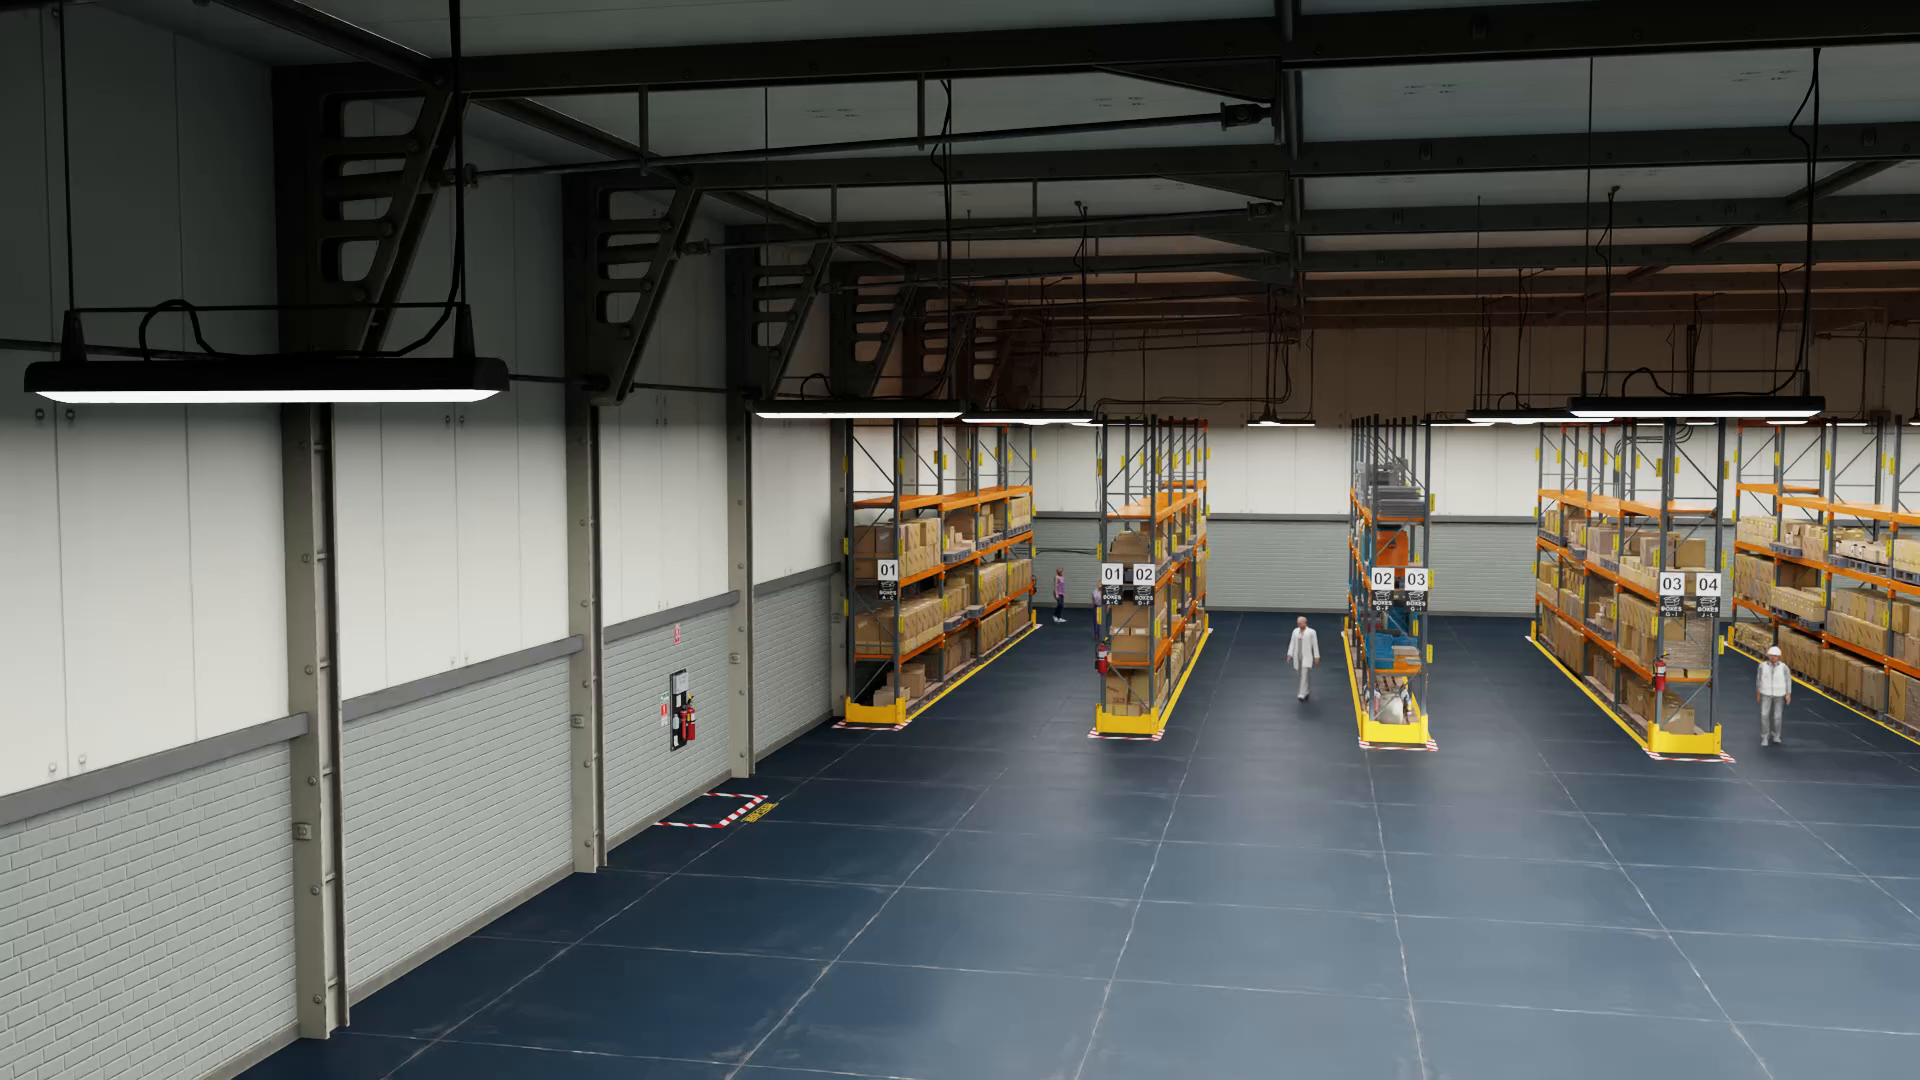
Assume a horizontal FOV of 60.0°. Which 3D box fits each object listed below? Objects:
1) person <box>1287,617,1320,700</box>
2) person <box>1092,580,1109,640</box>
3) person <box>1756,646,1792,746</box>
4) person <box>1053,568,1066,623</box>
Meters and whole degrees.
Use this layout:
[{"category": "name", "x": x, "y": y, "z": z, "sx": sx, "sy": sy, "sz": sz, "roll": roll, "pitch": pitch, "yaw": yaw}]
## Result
[{"category": "person", "x": 7.258, "y": 2.499, "z": 35.314, "sx": 0.648, "sy": 1.742, "sz": 0.984, "roll": 3, "pitch": 5, "yaw": 42}, {"category": "person", "x": 3.841, "y": 1.894, "z": 45.336, "sx": 0.497, "sy": 1.587, "sz": 1.022, "roll": 1, "pitch": 4, "yaw": 9}, {"category": "person", "x": 14.786, "y": 2.843, "z": 30.229, "sx": 0.585, "sy": 1.832, "sz": 0.548, "roll": 2, "pitch": 4, "yaw": 30}, {"category": "person", "x": 2.956, "y": 1.628, "z": 49.315, "sx": 0.355, "sy": 1.594, "sz": 0.478, "roll": 2, "pitch": 5, "yaw": 33}]
